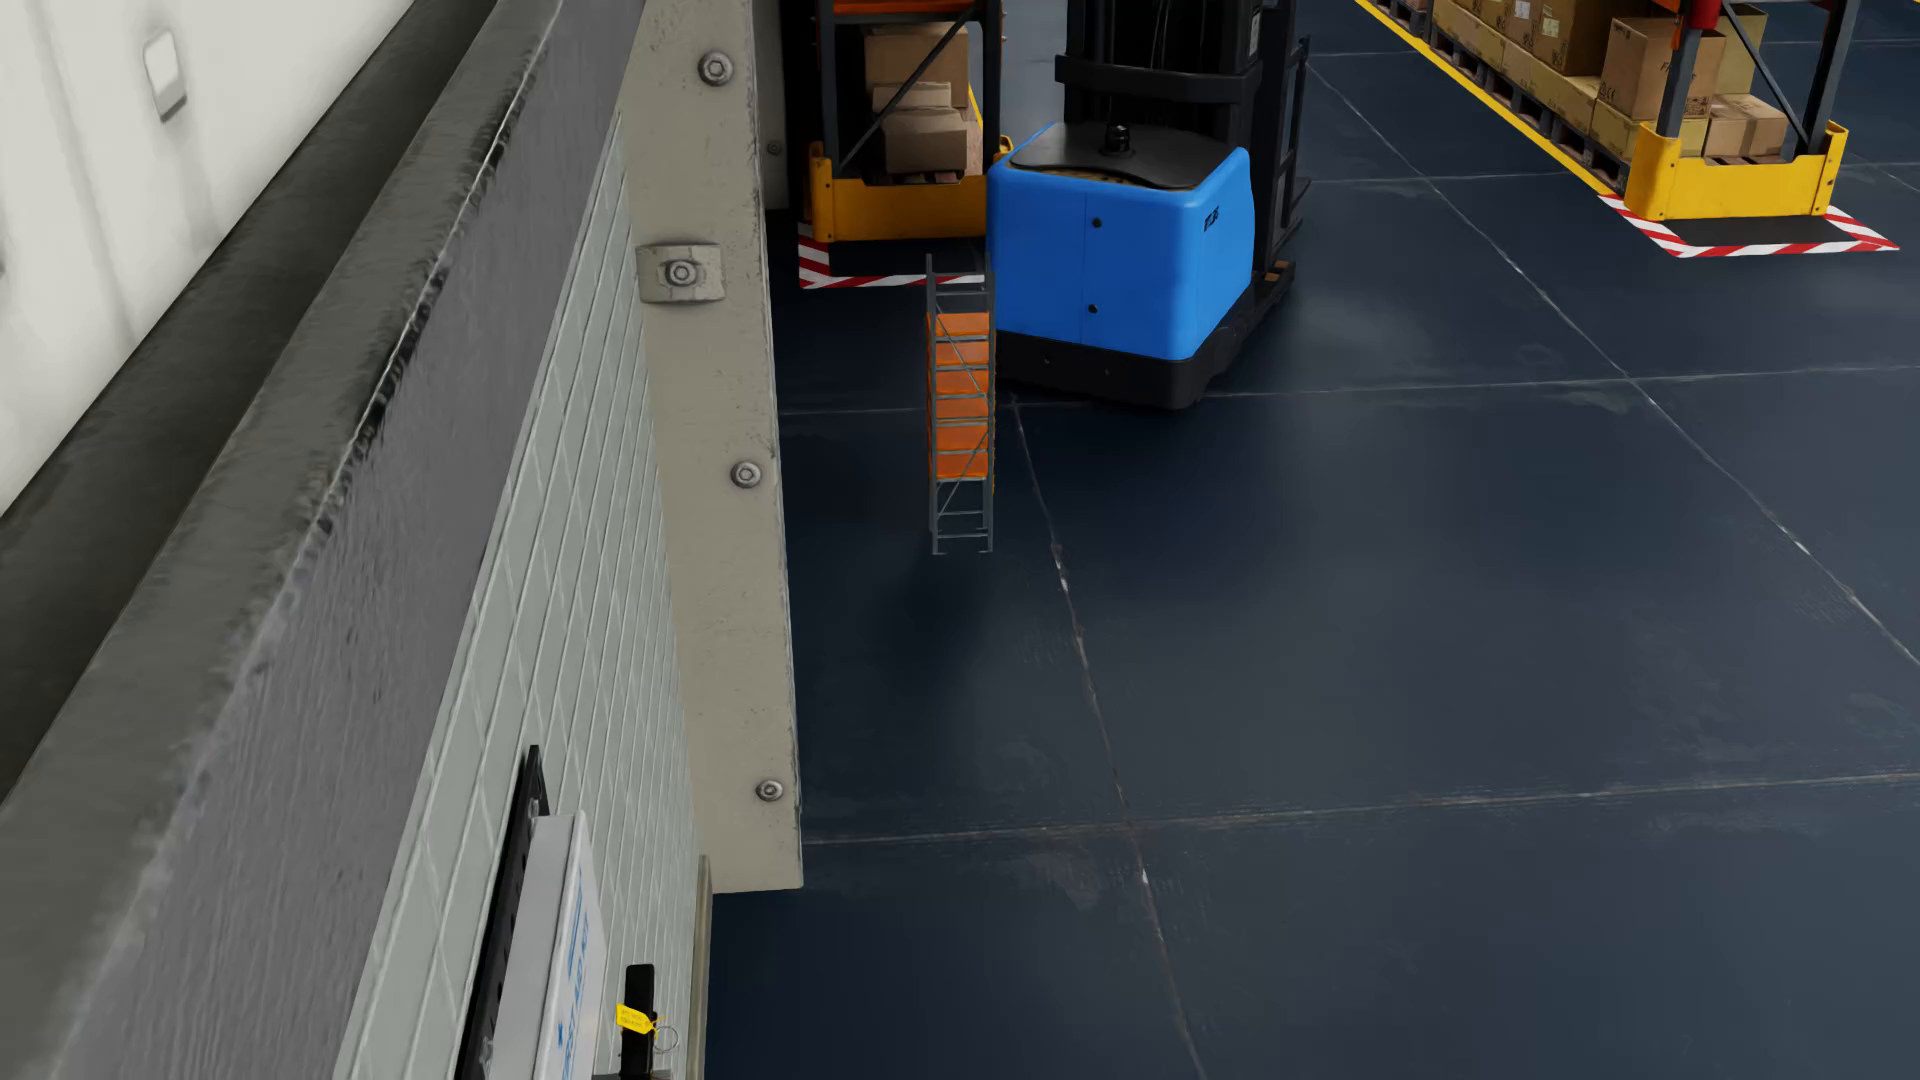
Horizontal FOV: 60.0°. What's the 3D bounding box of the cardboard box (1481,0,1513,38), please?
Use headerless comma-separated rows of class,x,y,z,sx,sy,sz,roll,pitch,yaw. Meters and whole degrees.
cardboard box,4.106,-3.925,11.936,0.500,0.500,0.500,-3,31,-5

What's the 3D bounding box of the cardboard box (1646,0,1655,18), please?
cardboard box,4.718,-3.439,11.123,0.500,0.500,0.500,-3,31,-5

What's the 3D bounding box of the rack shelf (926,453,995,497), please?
rack shelf,0.001,-0.264,6.576,0.258,0.103,0.180,-3,31,-5

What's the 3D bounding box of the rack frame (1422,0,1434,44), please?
rack frame,4.281,-5.365,12.808,1.000,3.000,0.127,-3,31,-5

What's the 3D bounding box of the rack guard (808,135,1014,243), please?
rack guard,-0.284,-2.050,9.694,1.175,0.500,0.348,-3,31,-5

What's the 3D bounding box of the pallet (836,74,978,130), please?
pallet,-0.436,-2.964,11.506,1.003,0.211,1.213,-3,31,-5

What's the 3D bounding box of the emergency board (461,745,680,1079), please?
emergency board,-0.450,0.927,2.273,0.194,1.169,0.643,-3,31,-5

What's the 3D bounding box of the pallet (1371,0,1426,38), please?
pallet,4.173,-4.543,14.149,1.003,0.211,1.213,-3,31,-5

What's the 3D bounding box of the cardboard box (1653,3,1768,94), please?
cardboard box,4.777,-3.185,10.697,0.500,0.500,0.500,-3,31,-5

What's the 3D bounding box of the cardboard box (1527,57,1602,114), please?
cardboard box,4.203,-3.093,11.274,0.500,0.250,0.500,-3,31,-5

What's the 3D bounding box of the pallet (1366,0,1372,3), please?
pallet,4.056,-5.167,15.194,1.003,0.211,1.213,-3,31,-5

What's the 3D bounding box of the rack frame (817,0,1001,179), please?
rack frame,-0.277,-3.084,8.988,1.000,3.000,0.127,-3,31,-5

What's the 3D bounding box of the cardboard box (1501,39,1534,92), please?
cardboard box,4.158,-3.348,11.702,0.500,0.250,0.500,-3,31,-5

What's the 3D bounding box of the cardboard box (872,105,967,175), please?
cardboard box,-0.252,-2.476,10.163,0.500,0.311,0.500,-6,31,-10

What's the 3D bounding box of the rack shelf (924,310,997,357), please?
rack shelf,0.001,-0.779,6.268,0.258,0.103,0.180,-3,31,-5

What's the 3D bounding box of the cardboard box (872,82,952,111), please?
cardboard box,-0.305,-2.767,10.651,0.500,0.311,0.500,0,31,0

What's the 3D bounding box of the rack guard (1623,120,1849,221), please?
rack guard,4.657,-2.238,10.009,1.175,0.500,0.348,-3,31,-5

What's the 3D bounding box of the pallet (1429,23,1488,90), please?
pallet,4.313,-3.760,12.840,1.003,0.211,1.213,-3,31,-5

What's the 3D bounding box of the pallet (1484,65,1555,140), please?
pallet,4.431,-3.136,11.794,1.003,0.211,1.213,-3,31,-5

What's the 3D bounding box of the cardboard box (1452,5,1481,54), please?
cardboard box,4.064,-3.859,12.557,0.500,0.250,0.500,-3,31,-5

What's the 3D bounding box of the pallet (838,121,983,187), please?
pallet,-0.325,-2.342,10.465,1.003,0.211,1.213,-3,31,-5

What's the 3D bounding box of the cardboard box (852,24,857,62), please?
cardboard box,-0.514,-3.714,12.051,0.500,0.500,0.500,-5,31,-8

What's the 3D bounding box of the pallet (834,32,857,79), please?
pallet,-0.553,-3.588,12.551,1.003,0.211,1.213,-3,31,-5

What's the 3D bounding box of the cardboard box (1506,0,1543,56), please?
cardboard box,4.155,-3.670,11.509,0.500,0.500,0.500,-3,31,-5

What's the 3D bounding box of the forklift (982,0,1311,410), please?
forklift,1.168,-2.593,8.234,1.130,2.935,3.031,13,33,21

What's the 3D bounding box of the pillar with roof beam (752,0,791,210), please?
pillar with roof beam,3.082,-6.182,8.324,9.100,9.000,0.400,-3,31,-5

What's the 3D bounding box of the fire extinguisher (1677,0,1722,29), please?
fire extinguisher,4.203,-3.207,9.270,0.296,0.674,0.183,-3,31,-5

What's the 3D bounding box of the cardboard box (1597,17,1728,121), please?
cardboard box,4.308,-2.905,10.228,0.500,0.500,0.500,-3,31,-5

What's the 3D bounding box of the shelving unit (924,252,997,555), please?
shelving unit,0.001,-0.508,6.430,0.258,1.200,0.189,-3,31,-5

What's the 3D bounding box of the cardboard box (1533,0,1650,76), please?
cardboard box,4.200,-3.414,11.082,0.500,0.500,0.500,-3,31,-5

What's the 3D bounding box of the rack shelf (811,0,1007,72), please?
rack shelf,-0.464,-3.796,10.882,1.077,0.370,4.000,-3,31,-5

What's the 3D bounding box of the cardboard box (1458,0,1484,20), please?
cardboard box,4.067,-4.181,12.364,0.500,0.500,0.500,-3,31,-5

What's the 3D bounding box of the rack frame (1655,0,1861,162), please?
rack frame,4.655,-3.323,9.389,1.000,3.000,0.127,-3,31,-5

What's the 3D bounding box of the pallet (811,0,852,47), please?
pallet,-0.725,-4.327,13.788,1.003,0.211,1.213,-3,31,-5

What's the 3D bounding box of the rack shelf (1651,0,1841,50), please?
rack shelf,4.468,-4.036,11.283,1.077,0.370,4.000,-3,31,-5

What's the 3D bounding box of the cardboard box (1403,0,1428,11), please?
cardboard box,3.953,-4.563,13.736,0.500,0.250,0.500,-3,31,-5

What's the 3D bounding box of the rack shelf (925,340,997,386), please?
rack shelf,0.001,-0.676,6.330,0.258,0.103,0.180,-3,31,-5

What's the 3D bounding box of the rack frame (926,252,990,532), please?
rack frame,-0.007,-0.554,6.508,0.240,1.200,0.006,-3,31,-5

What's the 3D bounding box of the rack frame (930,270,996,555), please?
rack frame,0.010,-0.461,6.352,0.240,1.200,0.006,-3,31,-5

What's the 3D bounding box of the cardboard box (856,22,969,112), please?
cardboard box,-0.324,-3.225,11.233,0.700,0.500,0.500,-5,31,-8

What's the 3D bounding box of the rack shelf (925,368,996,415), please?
rack shelf,0.001,-0.573,6.391,0.258,0.103,0.180,-3,31,-5

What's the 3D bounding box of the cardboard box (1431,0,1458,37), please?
cardboard box,4.022,-4.114,12.984,0.500,0.250,0.500,-3,31,-5

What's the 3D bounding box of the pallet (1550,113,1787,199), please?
pallet,4.541,-2.515,10.754,1.003,0.211,1.213,-3,31,-5

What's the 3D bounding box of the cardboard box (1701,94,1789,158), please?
cardboard box,4.826,-2.608,10.462,0.500,0.250,0.500,-3,31,-5

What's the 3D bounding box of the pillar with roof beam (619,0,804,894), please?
pillar with roof beam,3.643,-3.118,3.195,9.100,9.000,0.400,-3,31,-5

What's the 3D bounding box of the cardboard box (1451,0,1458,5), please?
cardboard box,4.012,-4.435,12.791,0.500,0.500,0.500,-3,31,-5

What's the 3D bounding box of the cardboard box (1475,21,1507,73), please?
cardboard box,4.106,-3.603,12.129,0.500,0.250,0.500,-3,31,-5

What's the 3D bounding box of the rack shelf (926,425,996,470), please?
rack shelf,0.001,-0.367,6.514,0.258,0.103,0.180,-3,31,-5

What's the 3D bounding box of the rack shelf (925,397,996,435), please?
rack shelf,0.001,-0.470,6.453,0.258,0.103,0.180,-3,31,-5

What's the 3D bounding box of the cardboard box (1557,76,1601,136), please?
cardboard box,4.252,-2.837,10.847,0.500,0.250,0.500,-3,31,-5

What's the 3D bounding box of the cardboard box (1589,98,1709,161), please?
cardboard box,4.310,-2.583,10.421,0.500,0.250,0.500,-3,31,-5

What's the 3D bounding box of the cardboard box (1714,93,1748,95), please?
cardboard box,4.776,-2.863,10.889,0.500,0.250,0.500,-3,31,-5

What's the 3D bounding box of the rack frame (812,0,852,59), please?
rack frame,-0.651,-5.126,12.407,1.000,3.000,0.127,-3,31,-5
